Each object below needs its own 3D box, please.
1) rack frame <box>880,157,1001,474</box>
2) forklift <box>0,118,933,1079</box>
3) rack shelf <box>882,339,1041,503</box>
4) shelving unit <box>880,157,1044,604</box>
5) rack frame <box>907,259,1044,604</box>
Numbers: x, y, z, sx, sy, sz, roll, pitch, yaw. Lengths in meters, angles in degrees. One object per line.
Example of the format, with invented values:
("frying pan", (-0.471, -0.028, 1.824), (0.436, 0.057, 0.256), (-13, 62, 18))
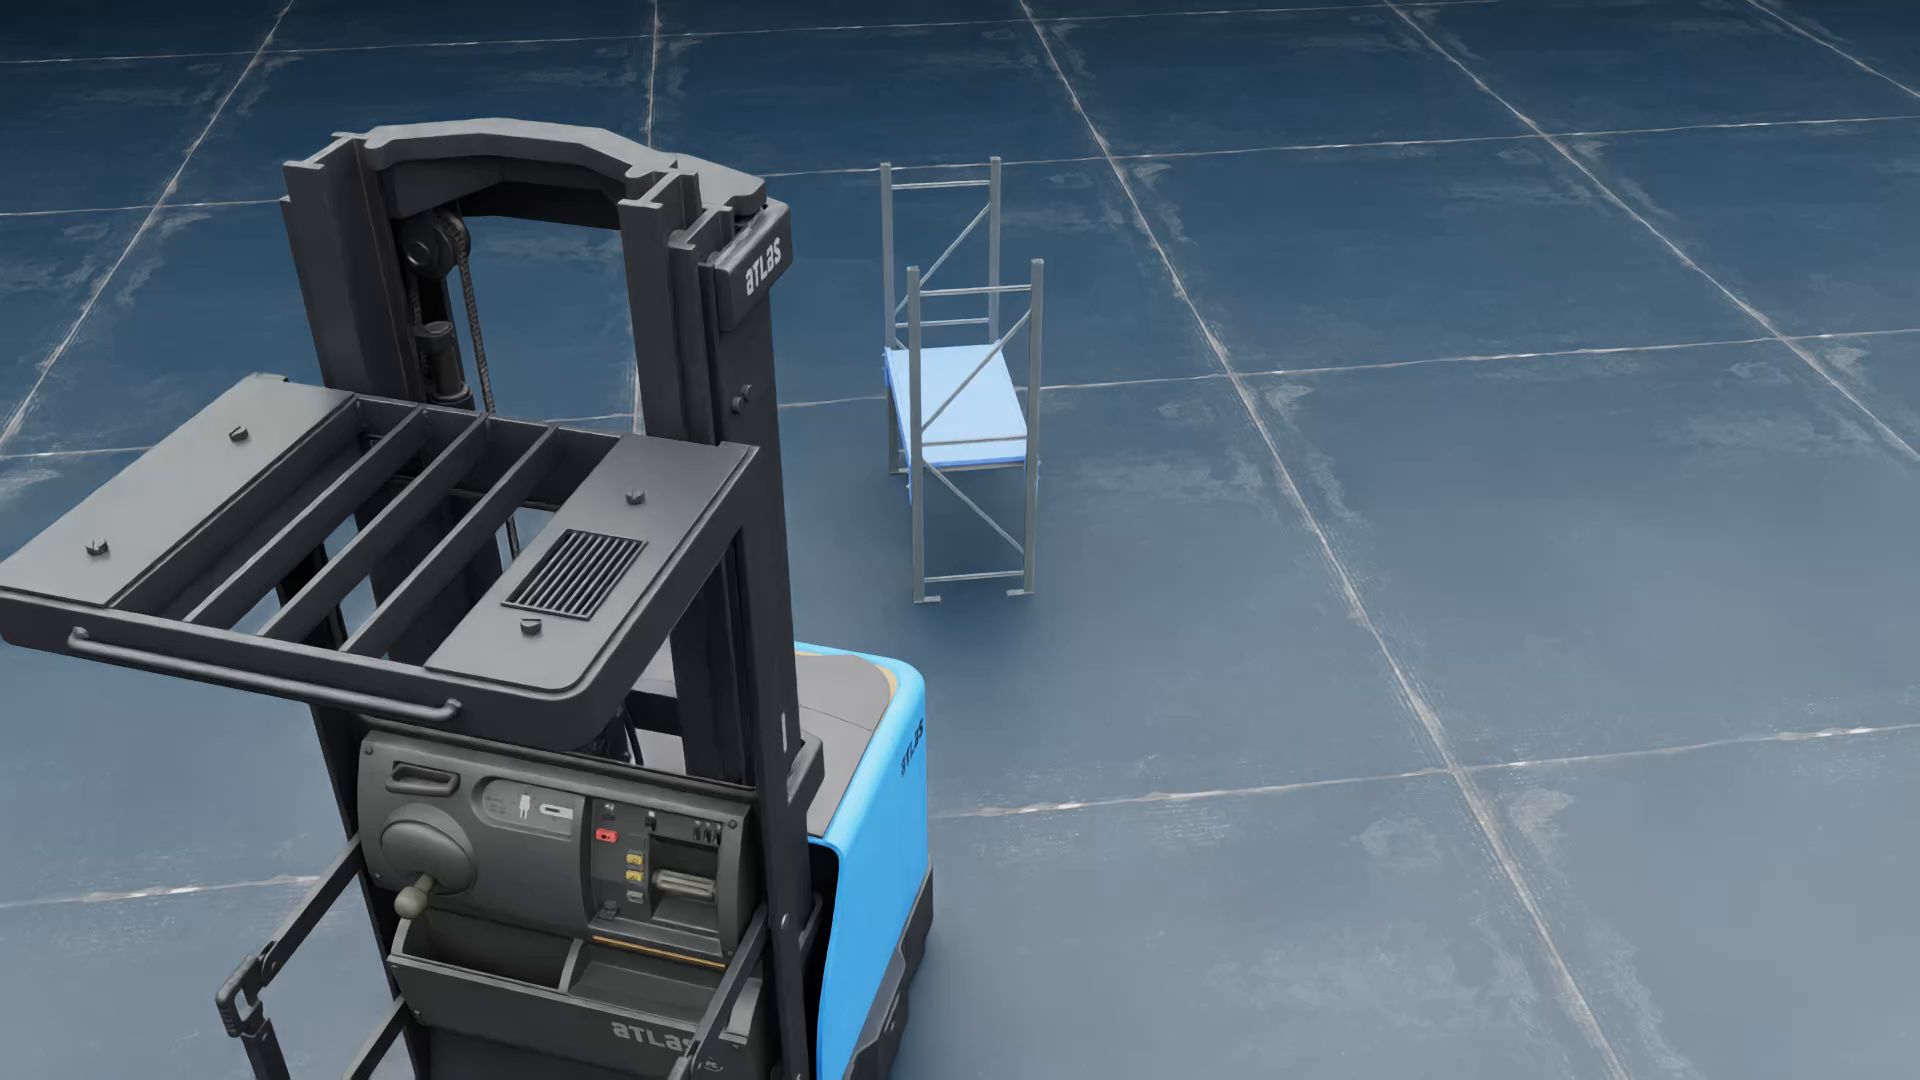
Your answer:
("rack frame", (-0.080, -0.951, 7.314), (0.500, 1.500, 0.032), (-4, 35, -6))
("forklift", (-0.973, 0.758, 3.534), (1.130, 2.935, 3.031), (9, 35, 13))
("rack shelf", (-0.011, -0.519, 6.999), (0.538, 0.185, 1.000), (-4, 35, -6))
("shelving unit", (-0.011, -0.667, 6.897), (0.538, 1.500, 1.048), (-4, 35, -6))
("rack frame", (0.057, -0.384, 6.481), (0.500, 1.500, 0.032), (-4, 35, -6))
